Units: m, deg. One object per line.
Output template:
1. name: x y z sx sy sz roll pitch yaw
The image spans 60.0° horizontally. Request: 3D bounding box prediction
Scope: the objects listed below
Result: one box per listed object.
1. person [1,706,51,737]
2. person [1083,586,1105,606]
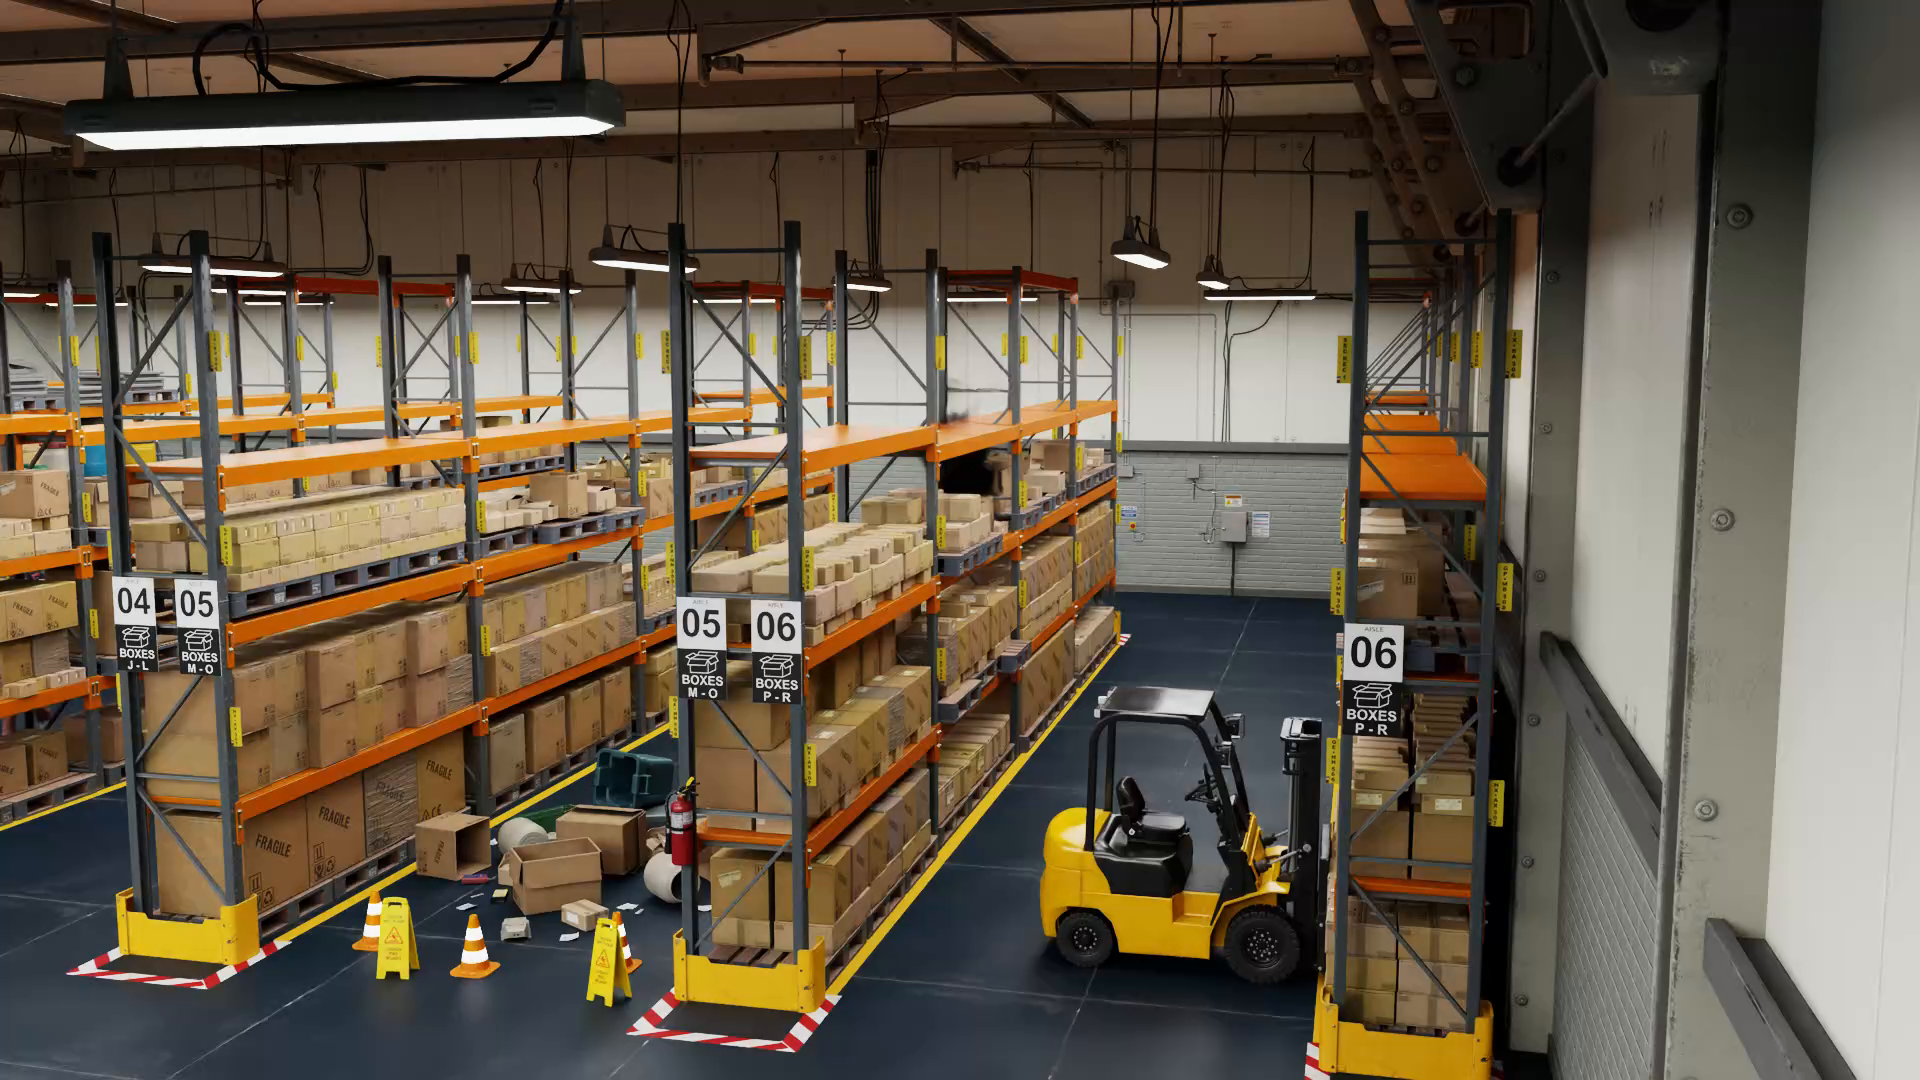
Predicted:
1. person: -11.961 1.741 21.144 0.575 1.653 0.951 1 7 5
2. person: 2.350 0.764 29.640 0.629 1.620 0.558 -6 9 -39
